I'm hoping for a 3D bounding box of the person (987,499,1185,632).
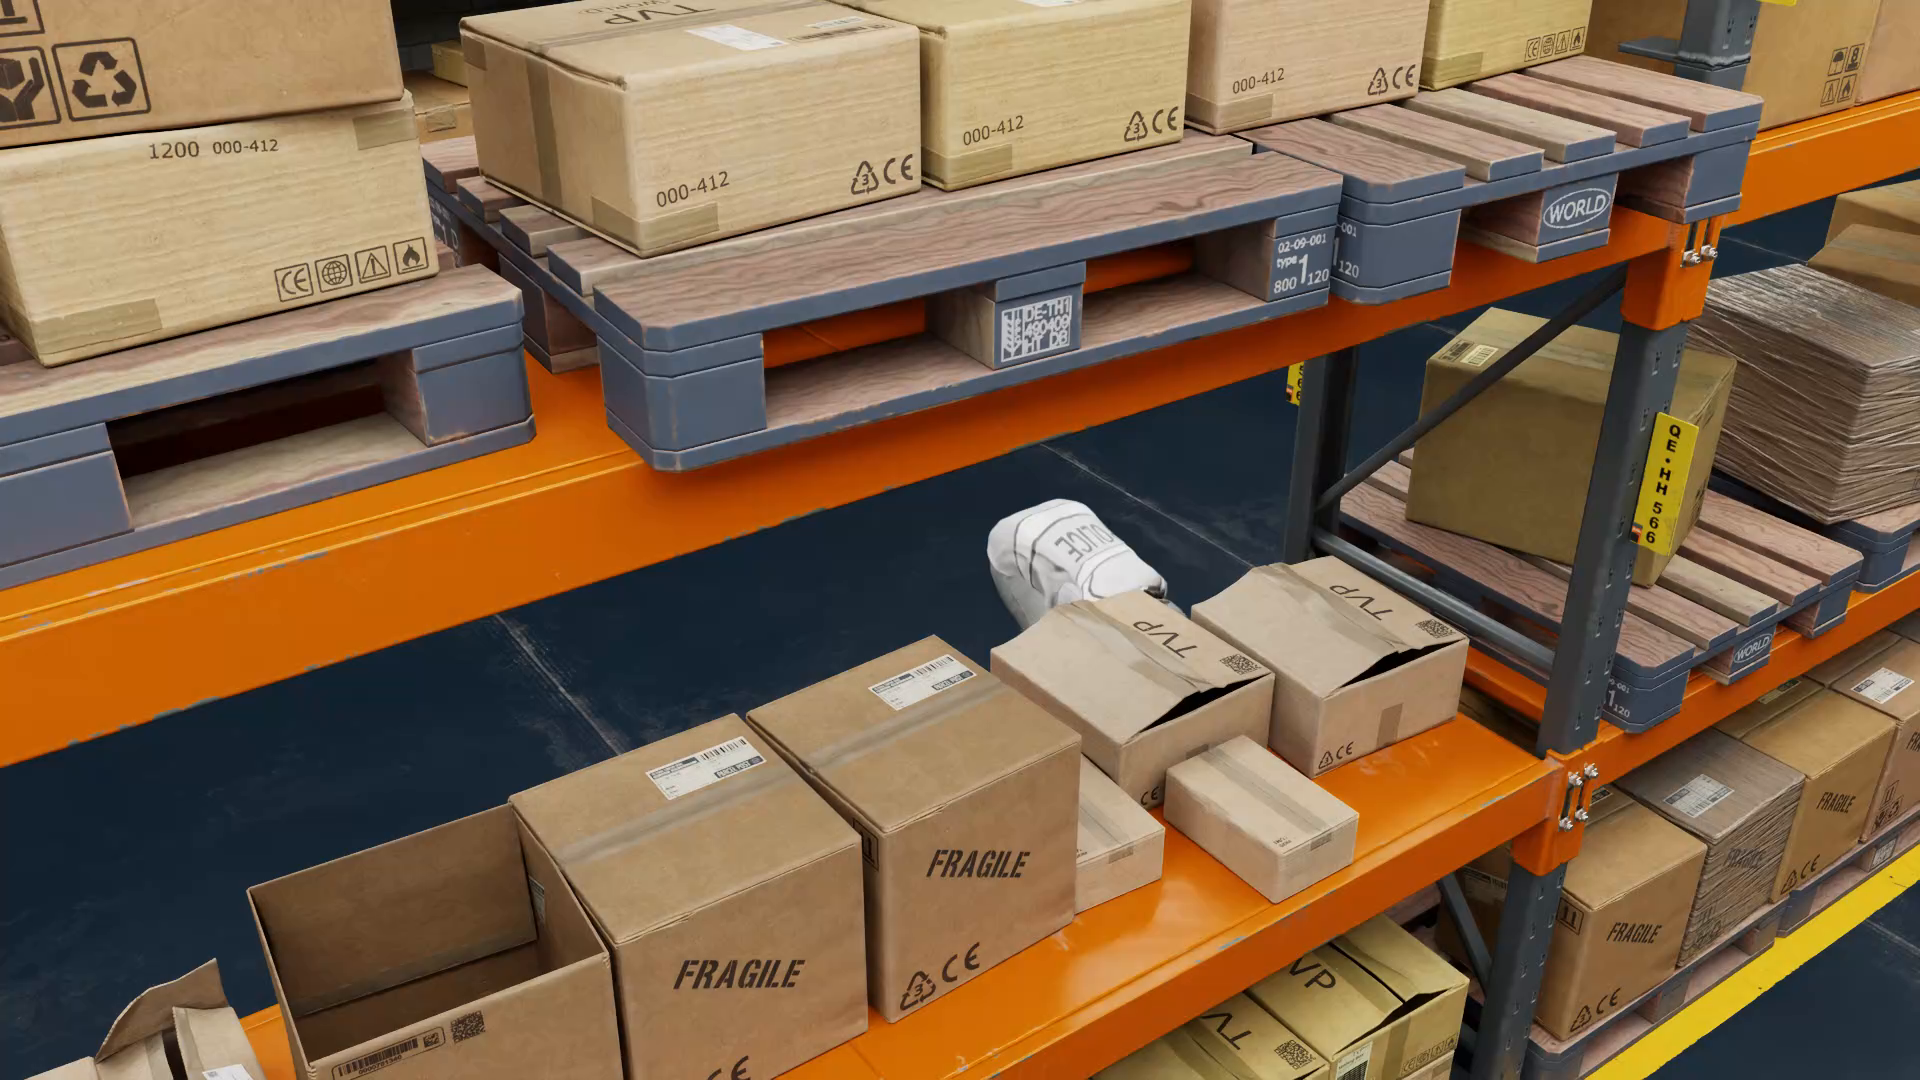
[{"bbox_3d":[0.513,0.333,6.409,0.523,0.833,0.942,-20,35,-32],"label":"person"}]
